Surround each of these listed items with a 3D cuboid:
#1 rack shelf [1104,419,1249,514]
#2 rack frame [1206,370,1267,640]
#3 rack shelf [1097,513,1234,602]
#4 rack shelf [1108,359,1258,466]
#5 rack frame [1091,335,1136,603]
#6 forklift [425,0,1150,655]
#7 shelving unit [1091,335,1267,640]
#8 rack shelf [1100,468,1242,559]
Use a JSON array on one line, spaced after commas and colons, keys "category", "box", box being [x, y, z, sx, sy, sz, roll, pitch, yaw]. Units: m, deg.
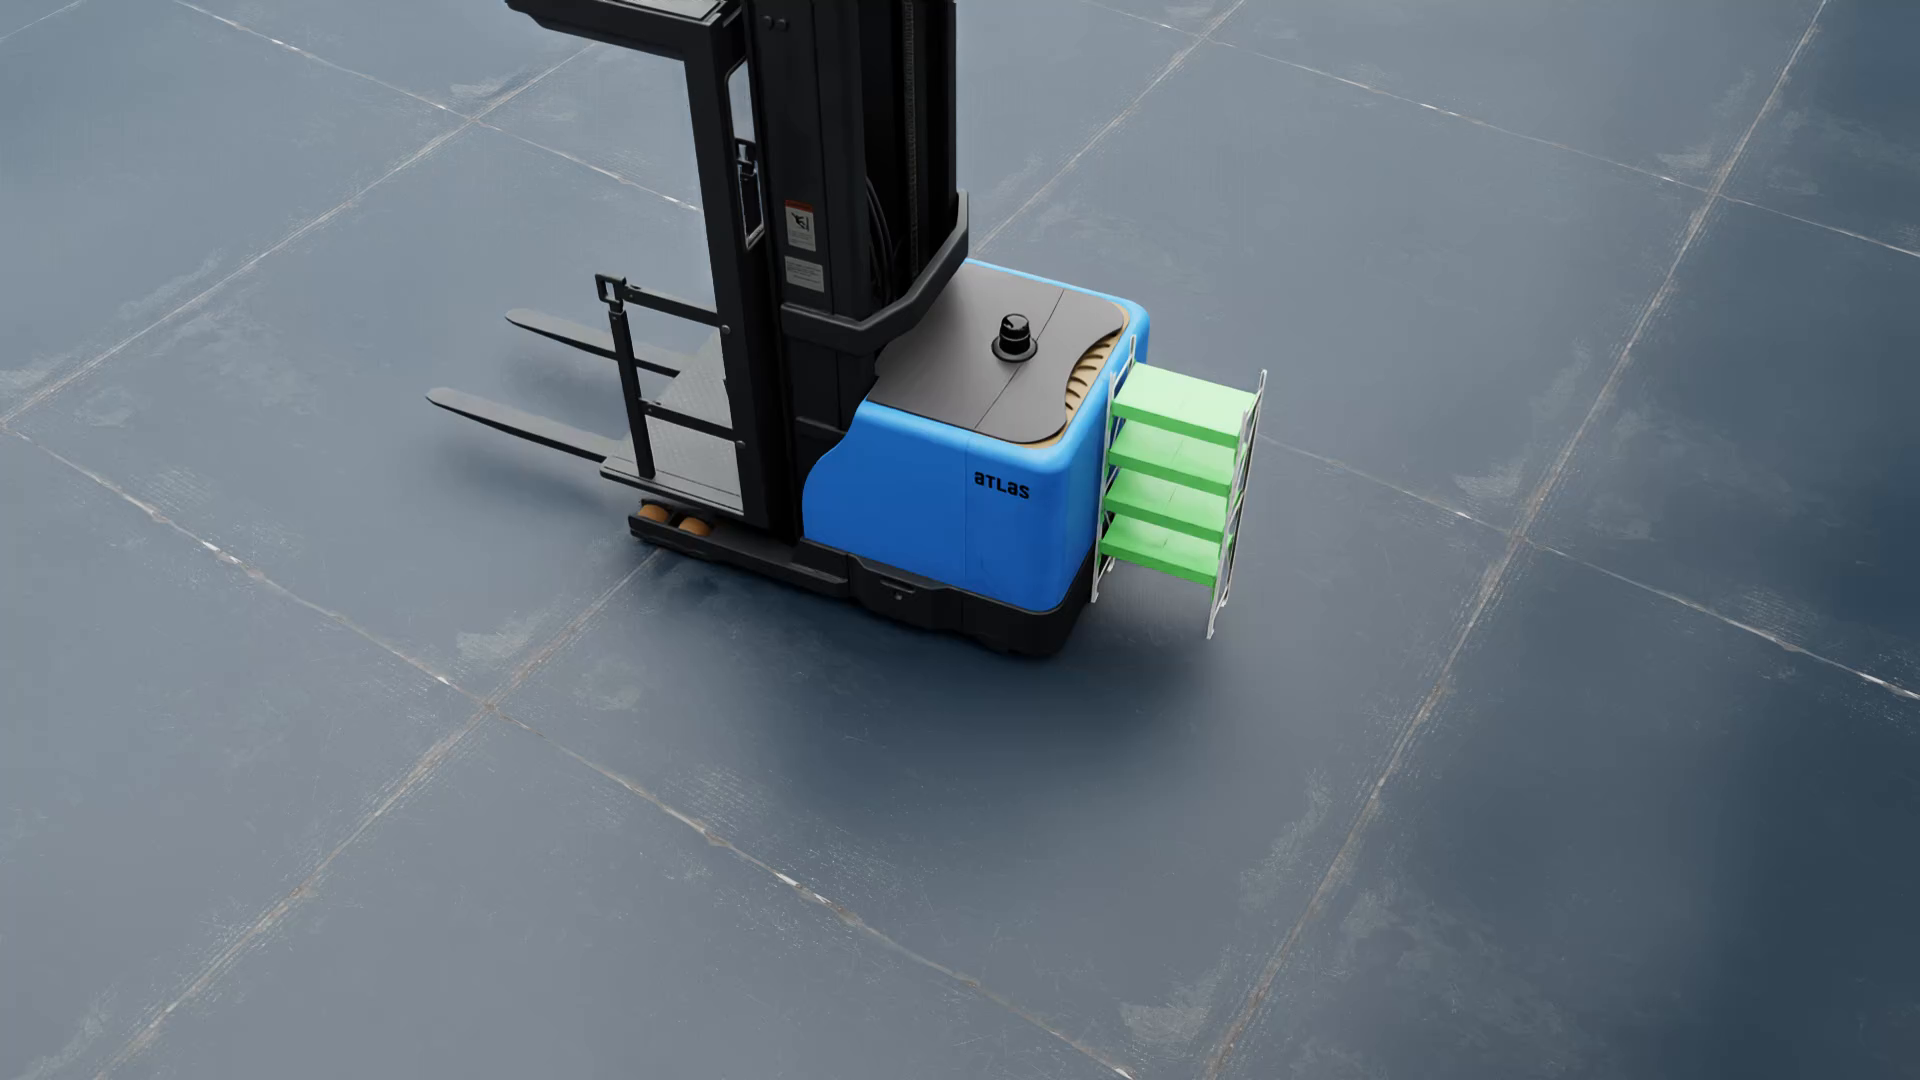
[{"category": "rack shelf", "box": [0.808, -0.296, 6.178, 0.480, 0.148, 0.258, 17, 48, 16]}, {"category": "rack frame", "box": [1.031, -0.104, 6.236, 0.015, 1.200, 0.240, 17, 48, 16]}, {"category": "rack shelf", "box": [0.808, 0.038, 6.522, 0.480, 0.148, 0.258, 17, 48, 16]}, {"category": "rack shelf", "box": [0.808, -0.464, 6.006, 0.480, 0.148, 0.258, 17, 48, 16]}, {"category": "rack frame", "box": [0.584, -0.244, 6.372, 0.015, 1.200, 0.240, 17, 48, 16]}, {"category": "forklift", "box": [-0.822, -1.279, 6.171, 3.031, 2.935, 1.130, 17, 48, 16]}, {"category": "shelving unit", "box": [0.808, -0.174, 6.304, 0.503, 1.200, 0.258, 17, 48, 16]}, {"category": "rack shelf", "box": [0.808, -0.129, 6.350, 0.480, 0.148, 0.258, 17, 48, 16]}]
